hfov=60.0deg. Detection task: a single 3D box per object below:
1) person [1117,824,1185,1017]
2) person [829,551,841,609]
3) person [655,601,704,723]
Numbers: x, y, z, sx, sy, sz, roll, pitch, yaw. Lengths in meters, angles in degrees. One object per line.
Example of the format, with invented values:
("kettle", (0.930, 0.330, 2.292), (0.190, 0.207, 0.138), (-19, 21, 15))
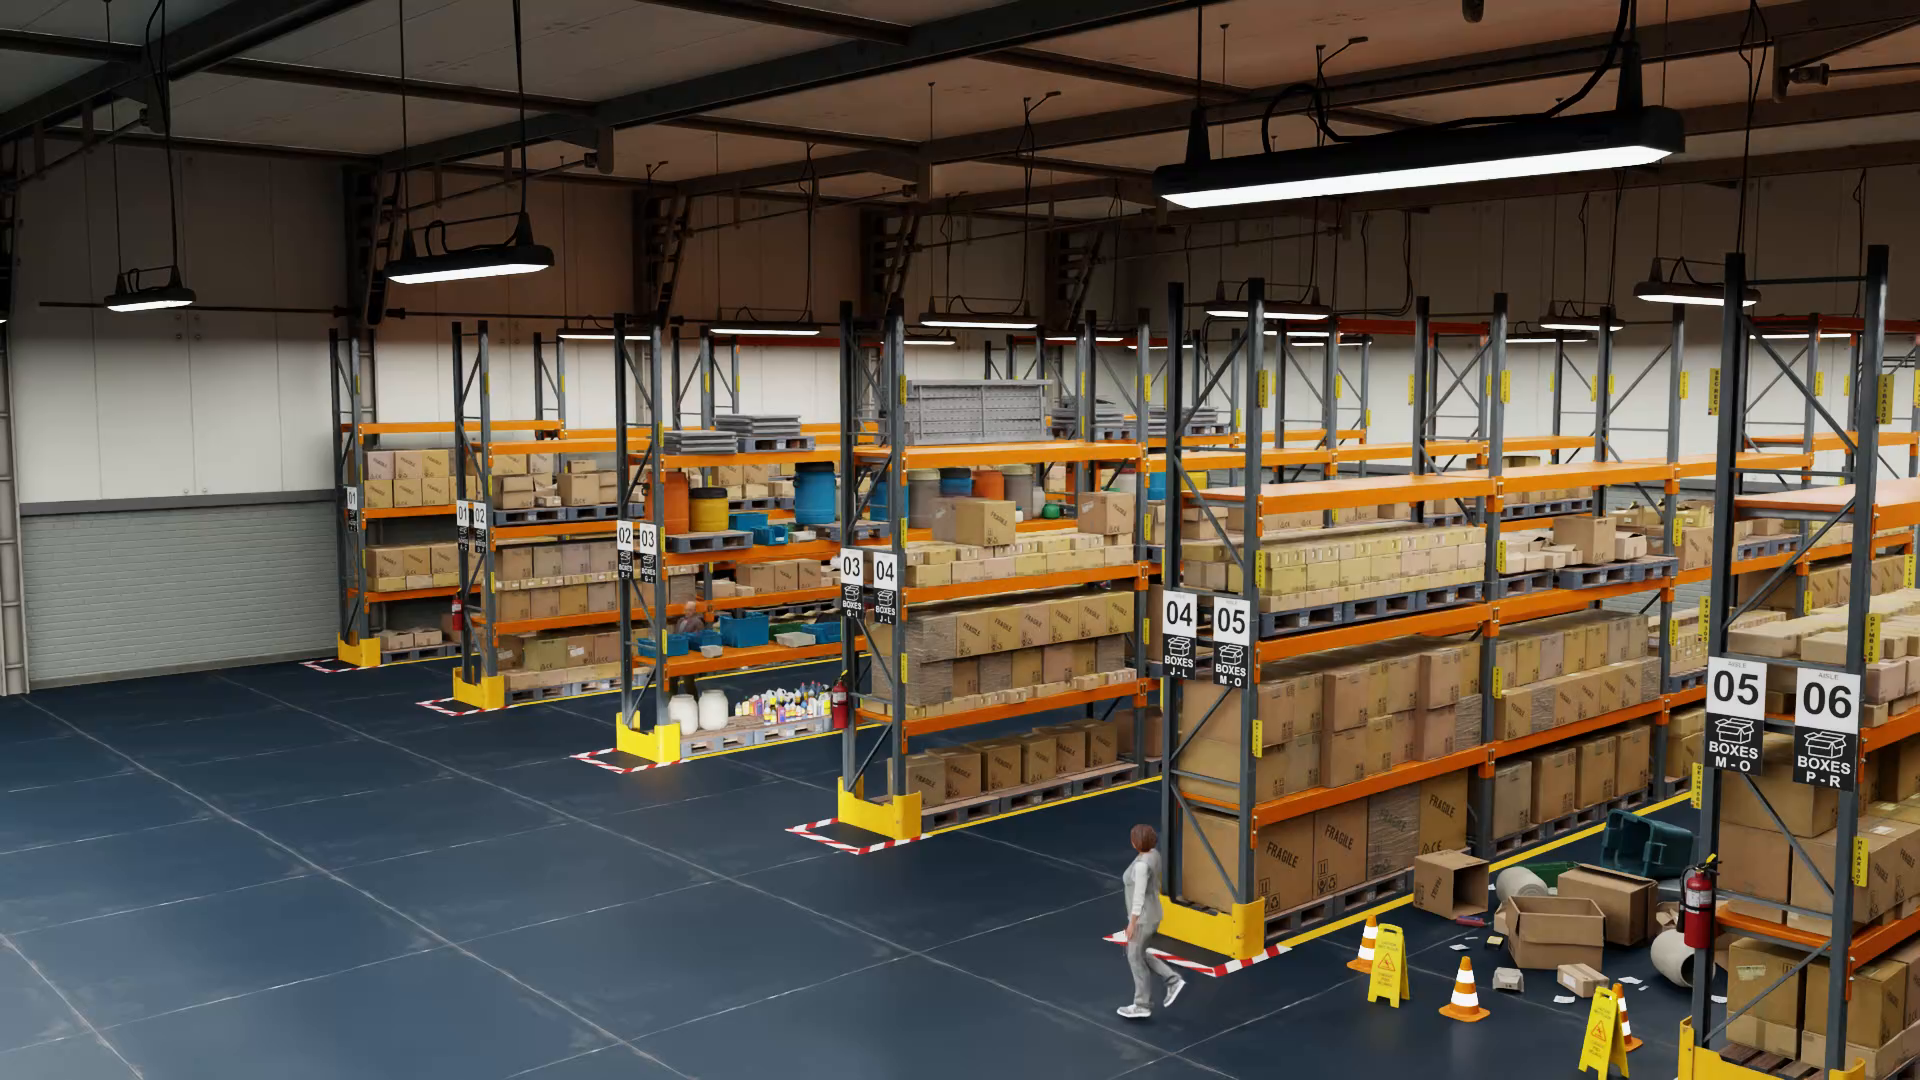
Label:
("person", (1.537, 3.045, 13.328), (0.532, 1.584, 0.408), (1, 6, 11))
("person", (-2.529, 0.872, 34.936), (0.424, 1.642, 0.984), (4, 7, 38))
("person", (-4.204, 1.832, 24.957), (0.607, 1.803, 0.732), (4, 7, 34))
